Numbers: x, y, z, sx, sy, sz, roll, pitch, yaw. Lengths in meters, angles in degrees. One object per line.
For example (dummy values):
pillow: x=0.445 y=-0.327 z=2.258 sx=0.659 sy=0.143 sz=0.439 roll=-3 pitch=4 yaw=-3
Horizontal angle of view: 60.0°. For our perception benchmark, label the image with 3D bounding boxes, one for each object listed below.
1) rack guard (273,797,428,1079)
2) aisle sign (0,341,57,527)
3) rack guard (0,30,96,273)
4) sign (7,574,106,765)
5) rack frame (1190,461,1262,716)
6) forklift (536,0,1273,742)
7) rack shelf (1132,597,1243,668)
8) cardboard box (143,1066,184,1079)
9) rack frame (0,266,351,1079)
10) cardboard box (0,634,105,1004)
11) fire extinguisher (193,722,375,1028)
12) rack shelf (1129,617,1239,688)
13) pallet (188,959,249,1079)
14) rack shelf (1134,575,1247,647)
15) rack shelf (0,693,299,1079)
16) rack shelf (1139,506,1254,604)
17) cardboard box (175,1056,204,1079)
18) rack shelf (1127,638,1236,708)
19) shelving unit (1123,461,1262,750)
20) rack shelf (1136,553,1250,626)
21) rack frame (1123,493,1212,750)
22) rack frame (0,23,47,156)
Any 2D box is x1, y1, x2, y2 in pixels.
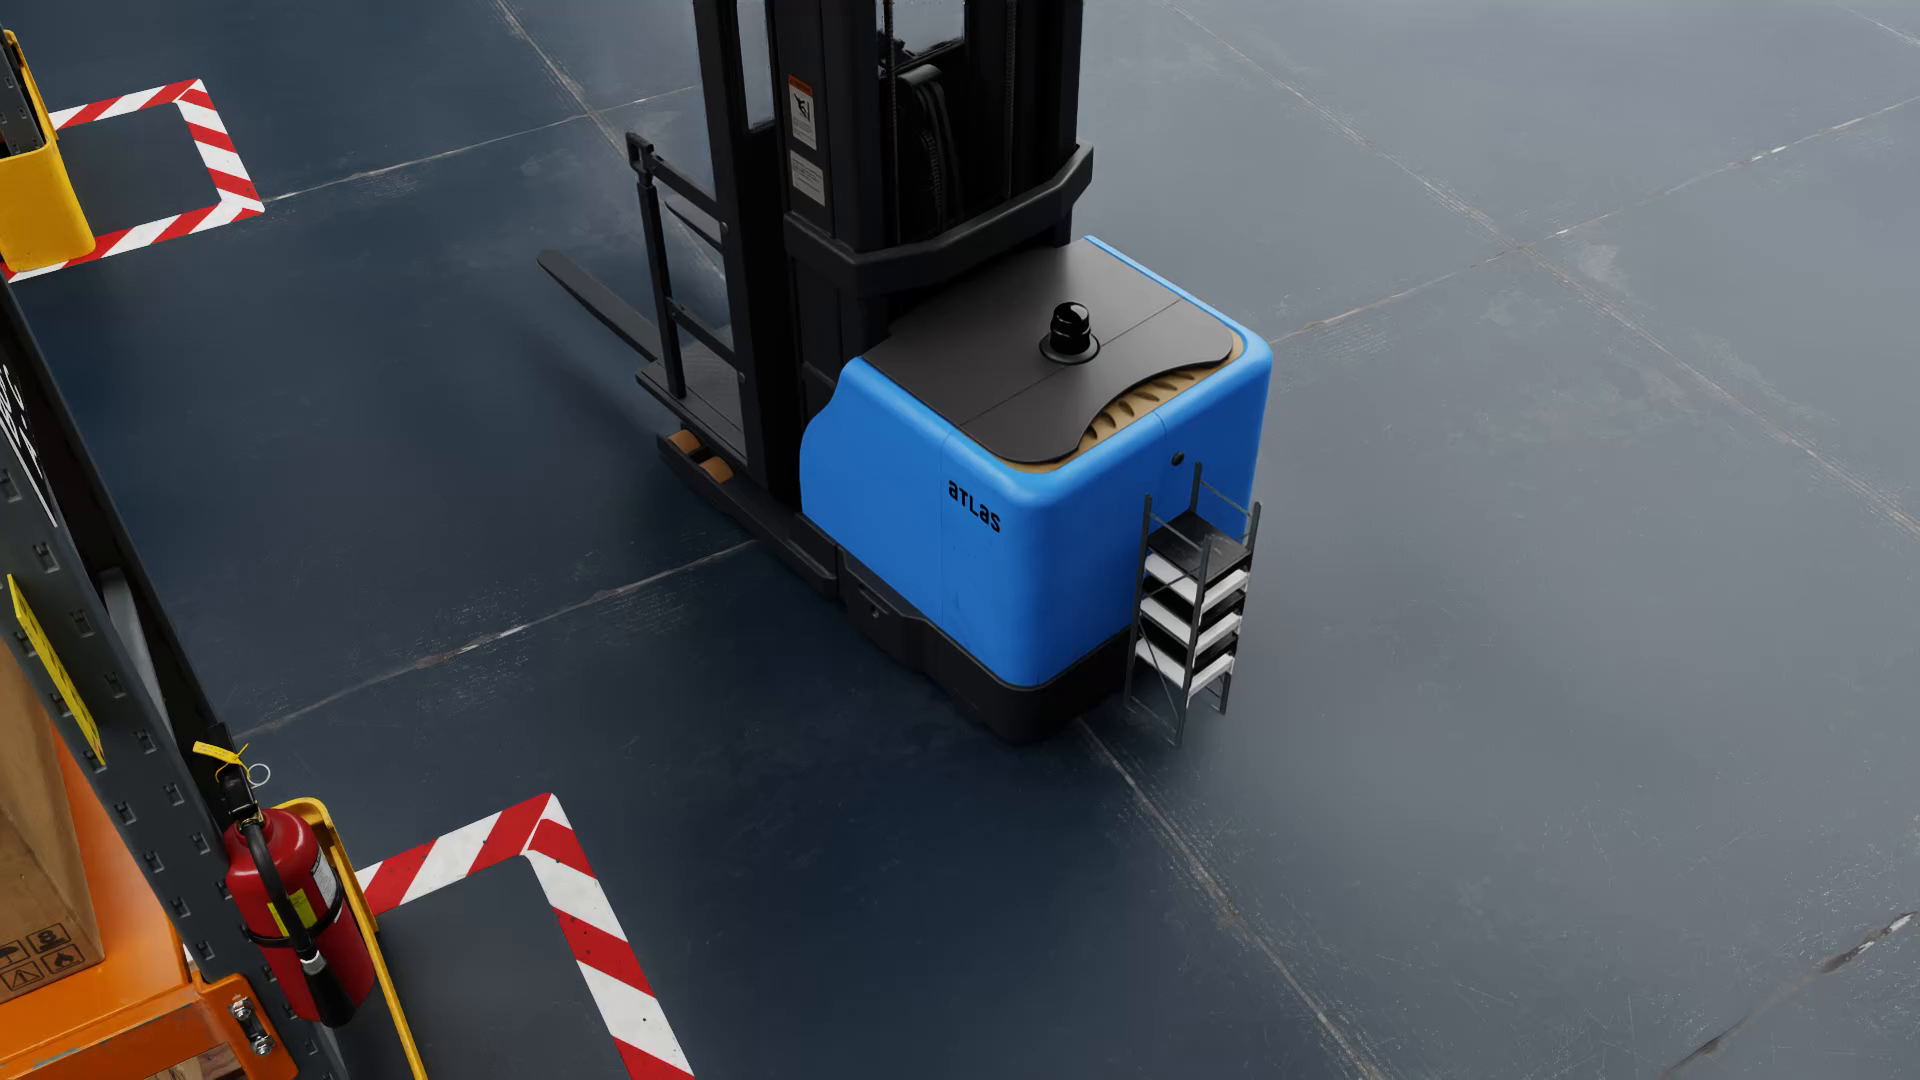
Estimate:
rack guard: x=-1.538 y=1.247 z=4.106 sx=0.348 sy=0.500 sz=1.175 roll=-22 pitch=48 yaw=-21
aisle sign: x=-1.356 y=-0.420 z=2.162 sx=0.004 sy=0.787 sz=0.394 roll=-22 pitch=48 yaw=-21
rack guard: x=-4.066 y=-1.682 z=7.124 sx=0.348 sy=0.500 sz=1.175 roll=-22 pitch=48 yaw=-21
sign: x=-1.301 y=0.190 z=2.398 sx=0.005 sy=0.325 sz=0.100 roll=-22 pitch=48 yaw=-21
rack frame: x=0.745 y=0.162 z=4.936 sx=0.006 sy=0.900 sz=0.240 roll=-32 pitch=53 yaw=-28
forklift: x=-0.429 y=-1.389 z=5.077 sx=1.130 sy=2.935 sz=3.031 roll=-32 pitch=52 yaw=-28
rack shelf: x=0.669 y=0.233 z=4.911 sx=0.200 sy=0.077 sz=0.258 roll=-32 pitch=53 yaw=-28
cardboard box: x=-1.876 y=1.291 z=3.400 sx=0.500 sy=0.500 sz=0.500 roll=-22 pitch=48 yaw=-21
rack frame: x=-1.559 y=0.359 z=3.227 sx=0.127 sy=3.000 sz=1.000 roll=-22 pitch=48 yaw=-21
cardboard box: x=-1.970 y=0.477 z=3.033 sx=0.500 sy=0.500 sz=0.700 roll=-22 pitch=48 yaw=-21
fire extinguisher: x=-1.225 y=0.626 z=3.007 sx=0.183 sy=0.674 sz=0.296 roll=-22 pitch=48 yaw=-21
rack shelf: x=0.669 y=0.298 z=4.974 sx=0.200 sy=0.077 sz=0.258 roll=-32 pitch=53 yaw=-28
pallet: x=-2.201 y=1.650 z=3.898 sx=1.213 sy=0.211 sz=1.003 roll=-22 pitch=48 yaw=-21
rack shelf: x=0.670 y=0.169 z=4.848 sx=0.200 sy=0.077 sz=0.258 roll=-32 pitch=53 yaw=-28
rack shelf: x=-3.293 y=1.311 z=2.762 sx=4.000 sy=0.370 sz=1.077 roll=-22 pitch=48 yaw=-21
rack shelf: x=0.670 y=0.040 z=4.723 sx=0.200 sy=0.077 sz=0.258 roll=-32 pitch=53 yaw=-28
cardboard box: x=-2.135 y=1.246 z=3.985 sx=0.500 sy=0.250 sz=0.500 roll=-22 pitch=48 yaw=-21
rack shelf: x=0.669 y=0.362 z=5.037 sx=0.200 sy=0.077 sz=0.258 roll=-32 pitch=53 yaw=-28
shelving unit: x=0.669 y=0.209 z=4.888 sx=0.210 sy=0.900 sz=0.258 roll=-32 pitch=53 yaw=-28
rack shelf: x=0.670 y=0.104 z=4.785 sx=0.200 sy=0.077 sz=0.258 roll=-32 pitch=53 yaw=-28
rack frame: x=0.593 y=0.256 z=4.839 sx=0.006 sy=0.900 sz=0.240 roll=-32 pitch=53 yaw=-28
rack frame: x=-4.024 y=-2.634 z=6.310 sx=0.127 sy=3.000 sz=1.000 roll=-22 pitch=48 yaw=-21
